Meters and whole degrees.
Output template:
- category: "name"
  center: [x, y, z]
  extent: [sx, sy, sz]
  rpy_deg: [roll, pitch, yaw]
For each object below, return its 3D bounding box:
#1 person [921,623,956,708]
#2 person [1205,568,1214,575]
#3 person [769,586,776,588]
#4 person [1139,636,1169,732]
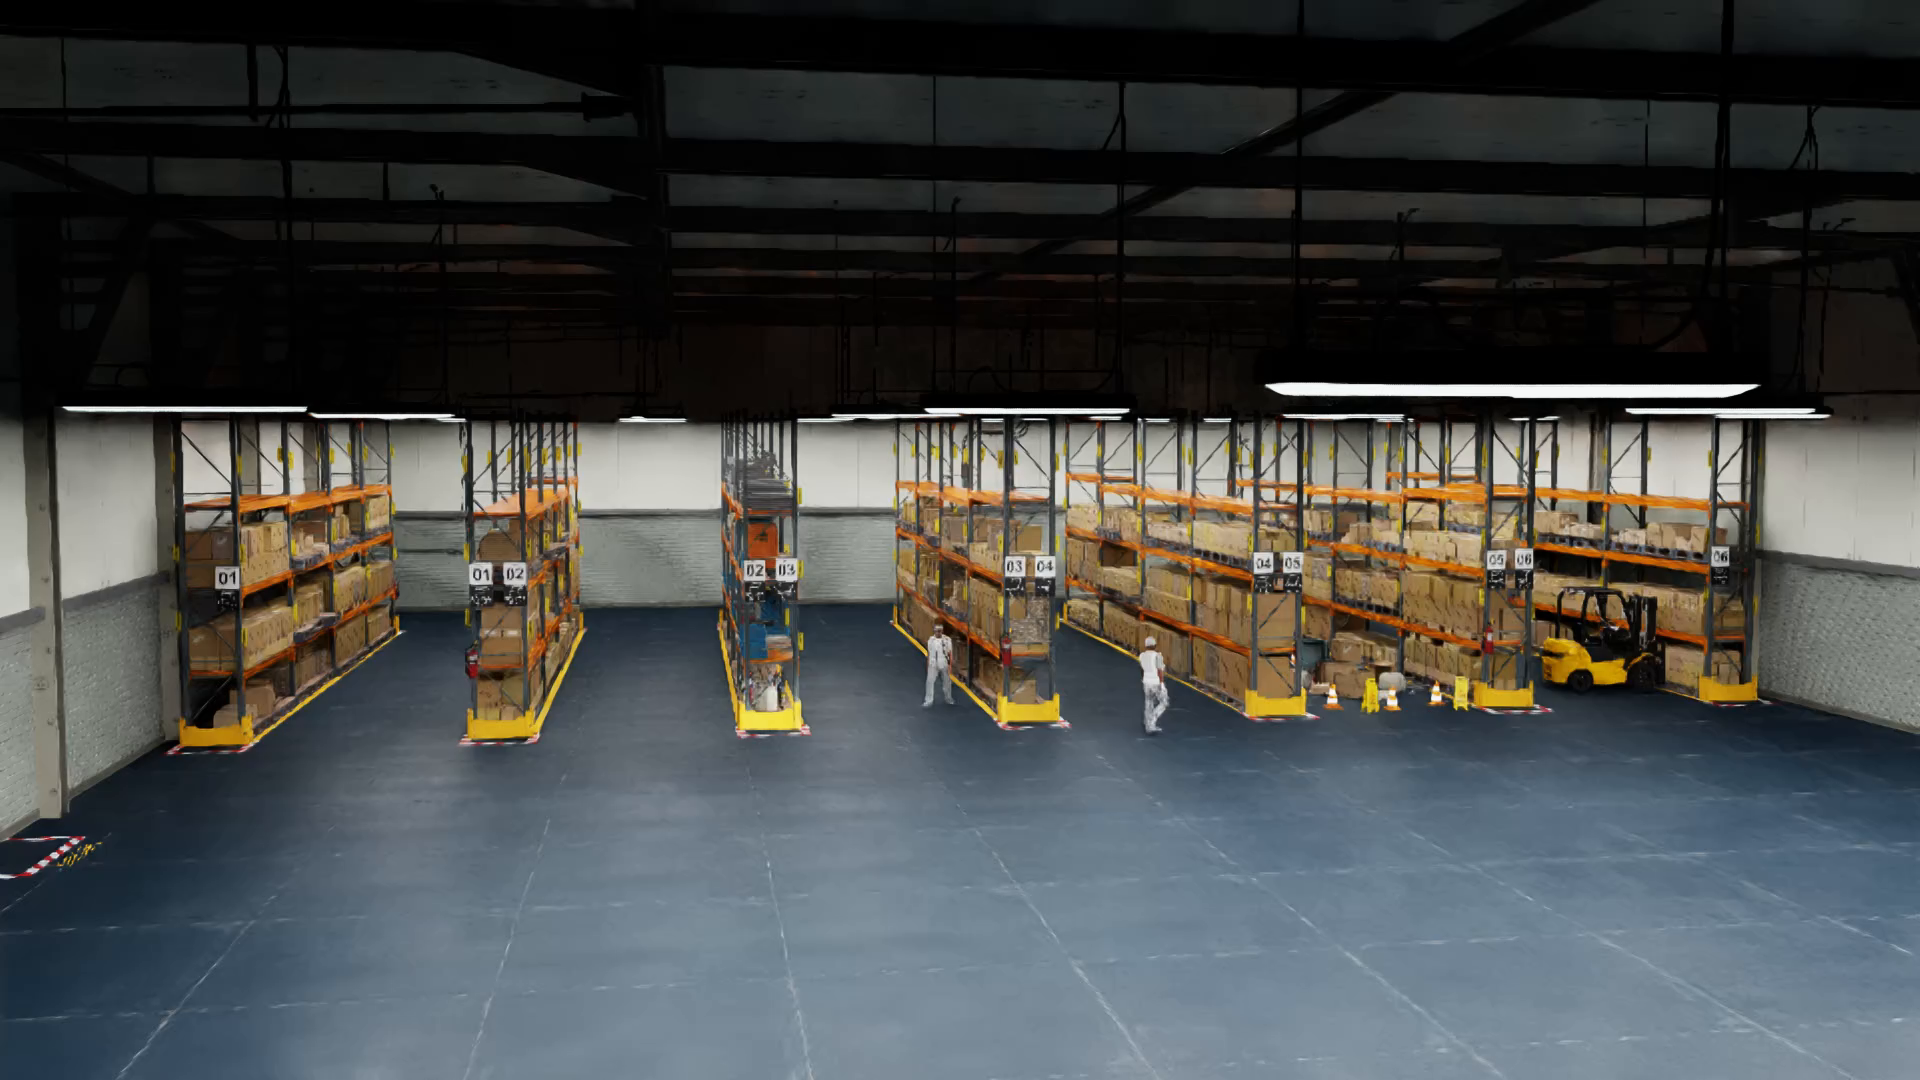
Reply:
- category: "person"
  center: [-0.424, 2.521, 33.641]
  extent: [0.586, 1.710, 0.968]
  rpy_deg: [1, 4, 14]
- category: "person"
  center: [6.984, 1.571, 46.665]
  extent: [0.576, 1.769, 0.657]
  rpy_deg: [0, 4, 3]
- category: "person"
  center: [-5.047, 1.714, 45.628]
  extent: [0.483, 1.621, 0.993]
  rpy_deg: [-1, 4, -18]
- category: "person"
  center: [3.576, 2.676, 30.882]
  extent: [0.446, 1.780, 0.600]
  rpy_deg: [-3, 5, -38]
